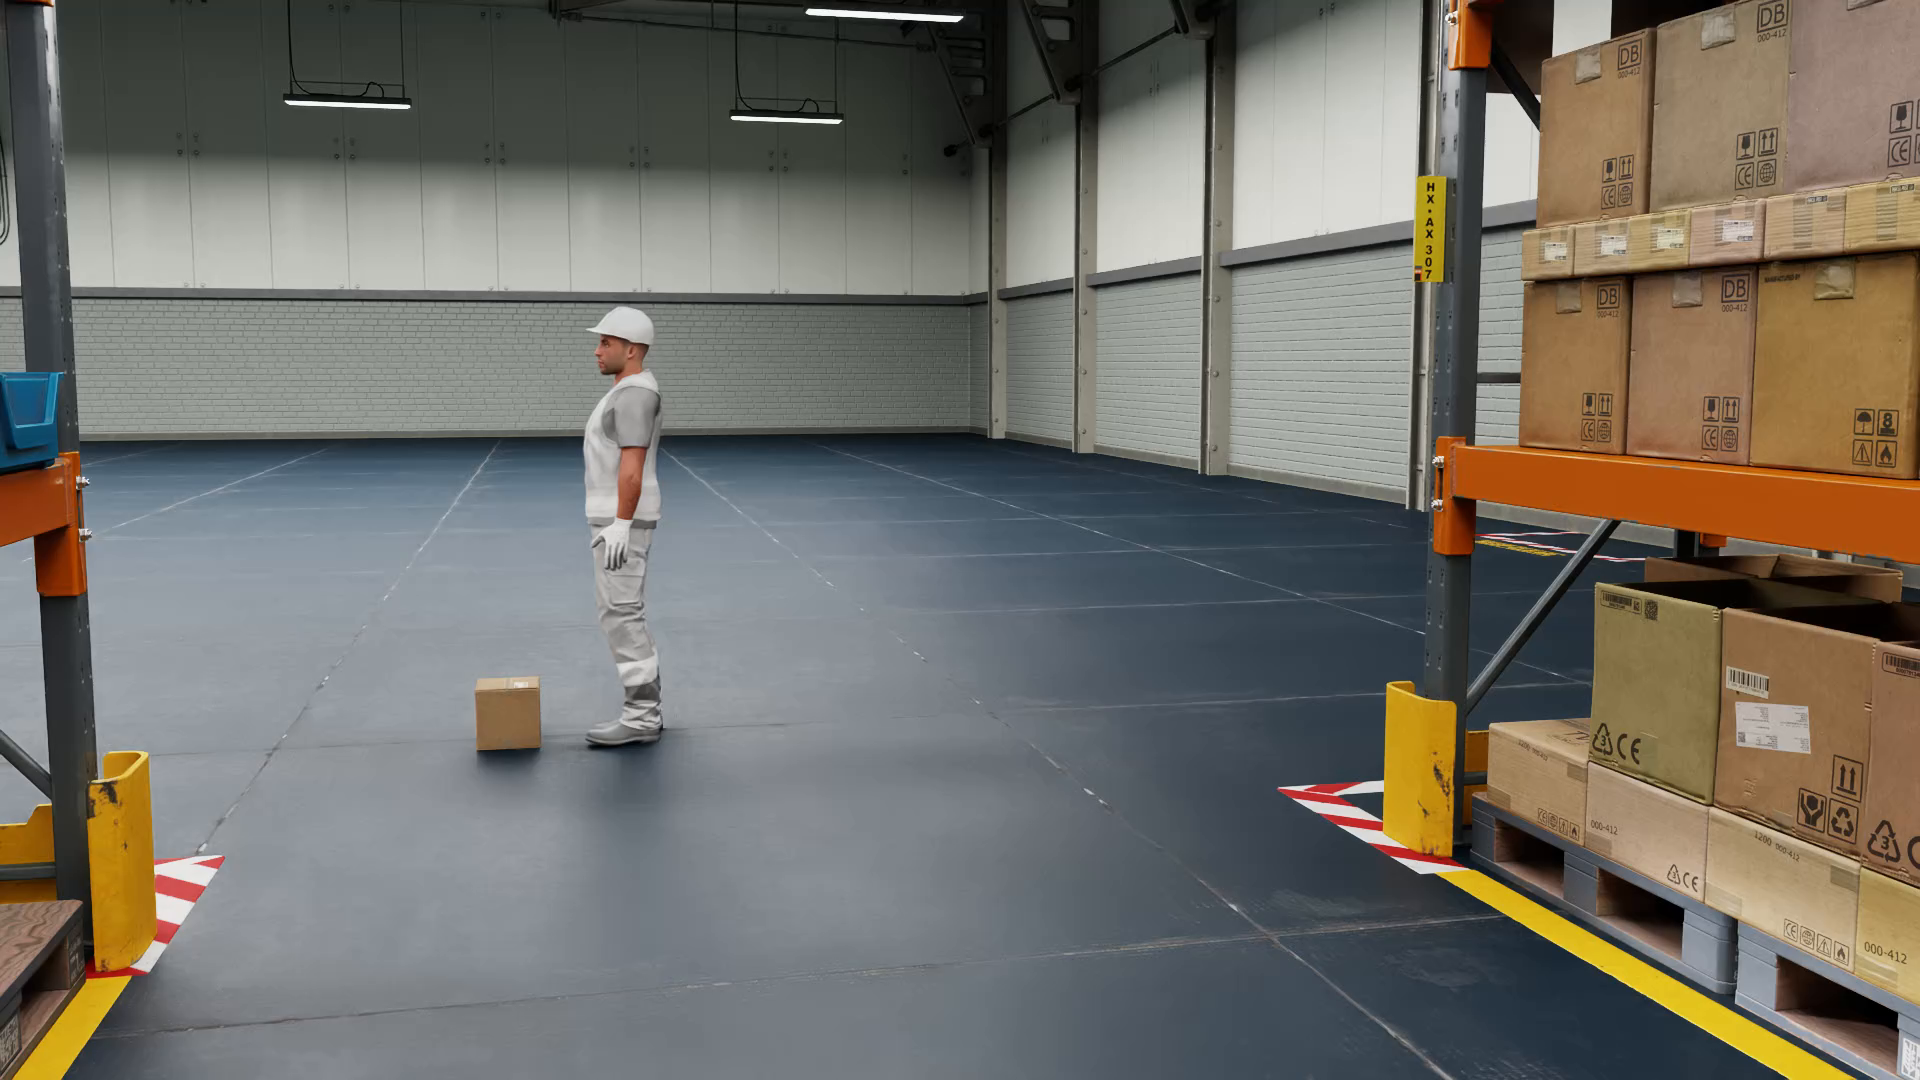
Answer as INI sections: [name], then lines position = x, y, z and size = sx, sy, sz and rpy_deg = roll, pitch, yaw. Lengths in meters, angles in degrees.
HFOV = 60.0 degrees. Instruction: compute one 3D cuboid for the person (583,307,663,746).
[person]
position = -1.388, -0.051, 6.859
size = 0.344, 1.804, 0.524
rpy_deg = -1, 6, -12
